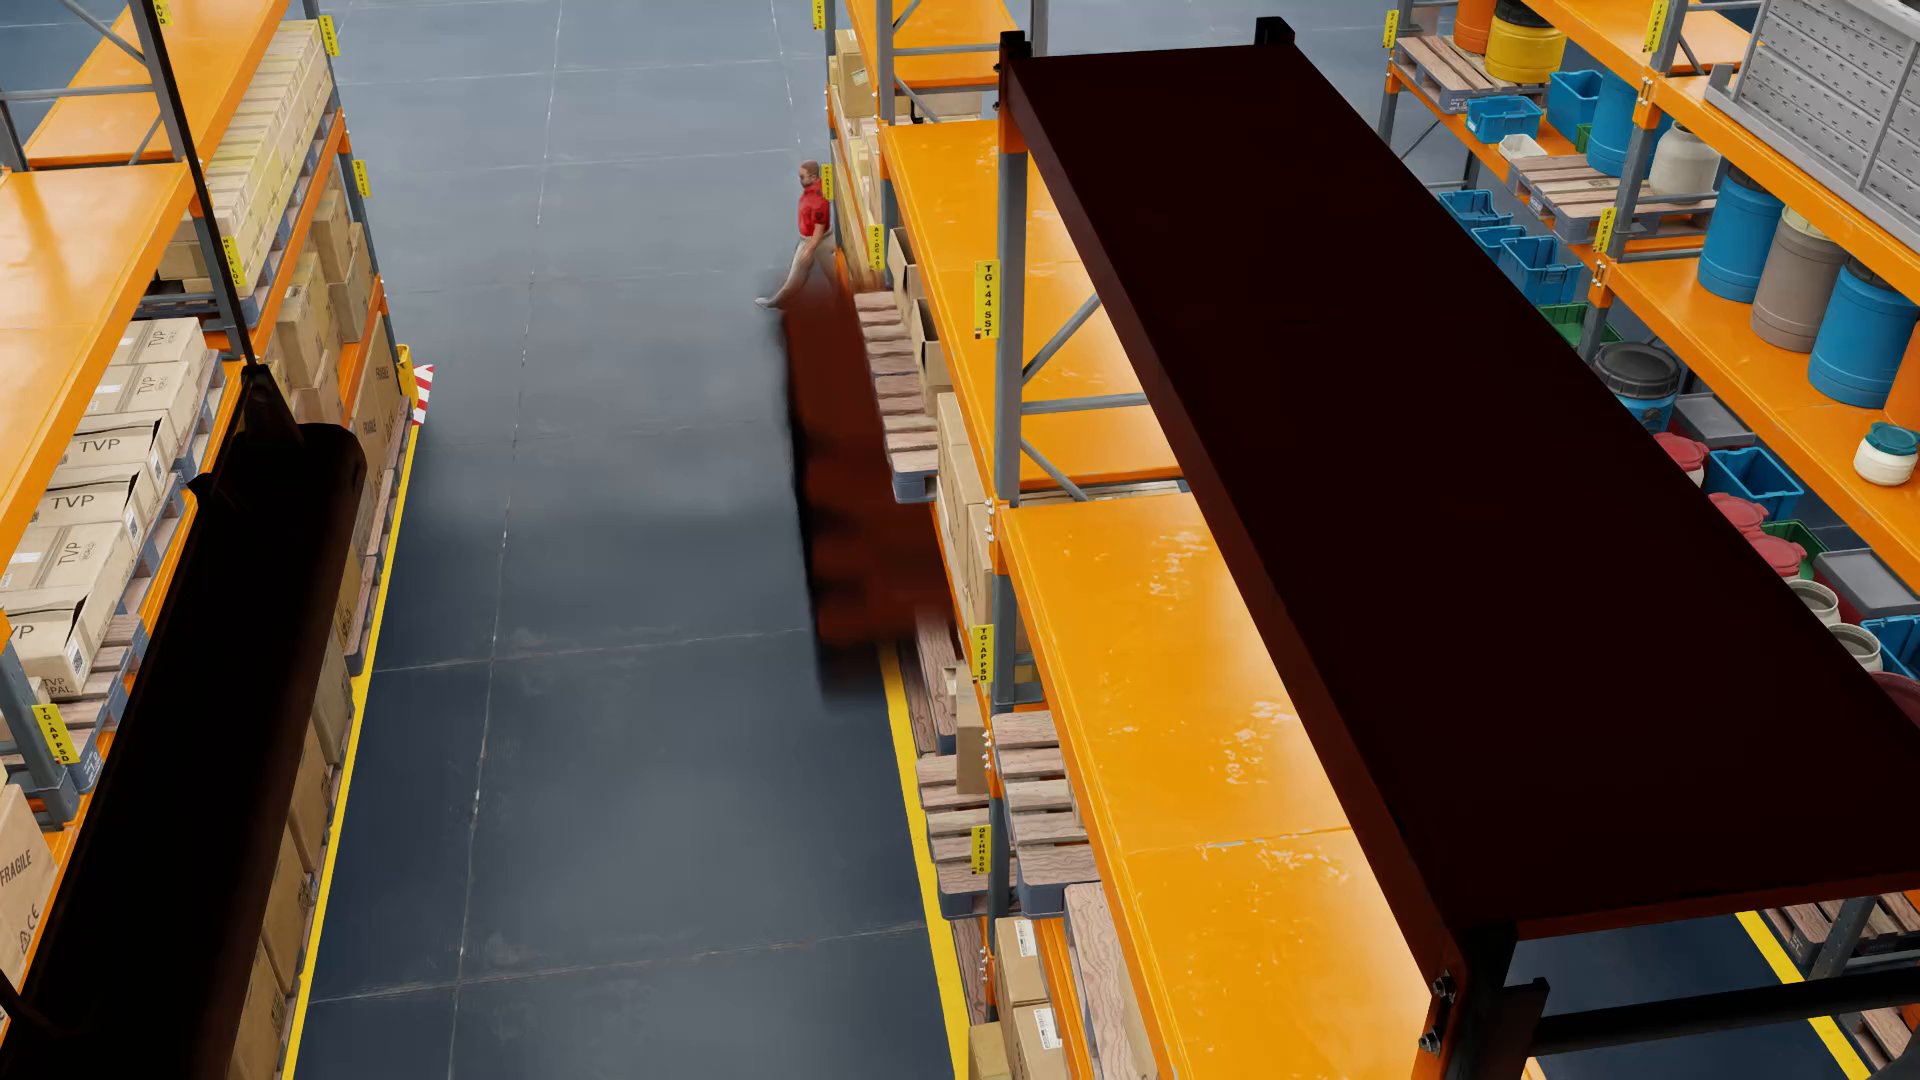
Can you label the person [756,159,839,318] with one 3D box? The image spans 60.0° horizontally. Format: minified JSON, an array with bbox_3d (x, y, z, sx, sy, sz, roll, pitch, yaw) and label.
[{"bbox_3d":[-1.444,-2.867,15.909,1.034,1.663,0.617,-11,38,-14],"label":"person"}]
